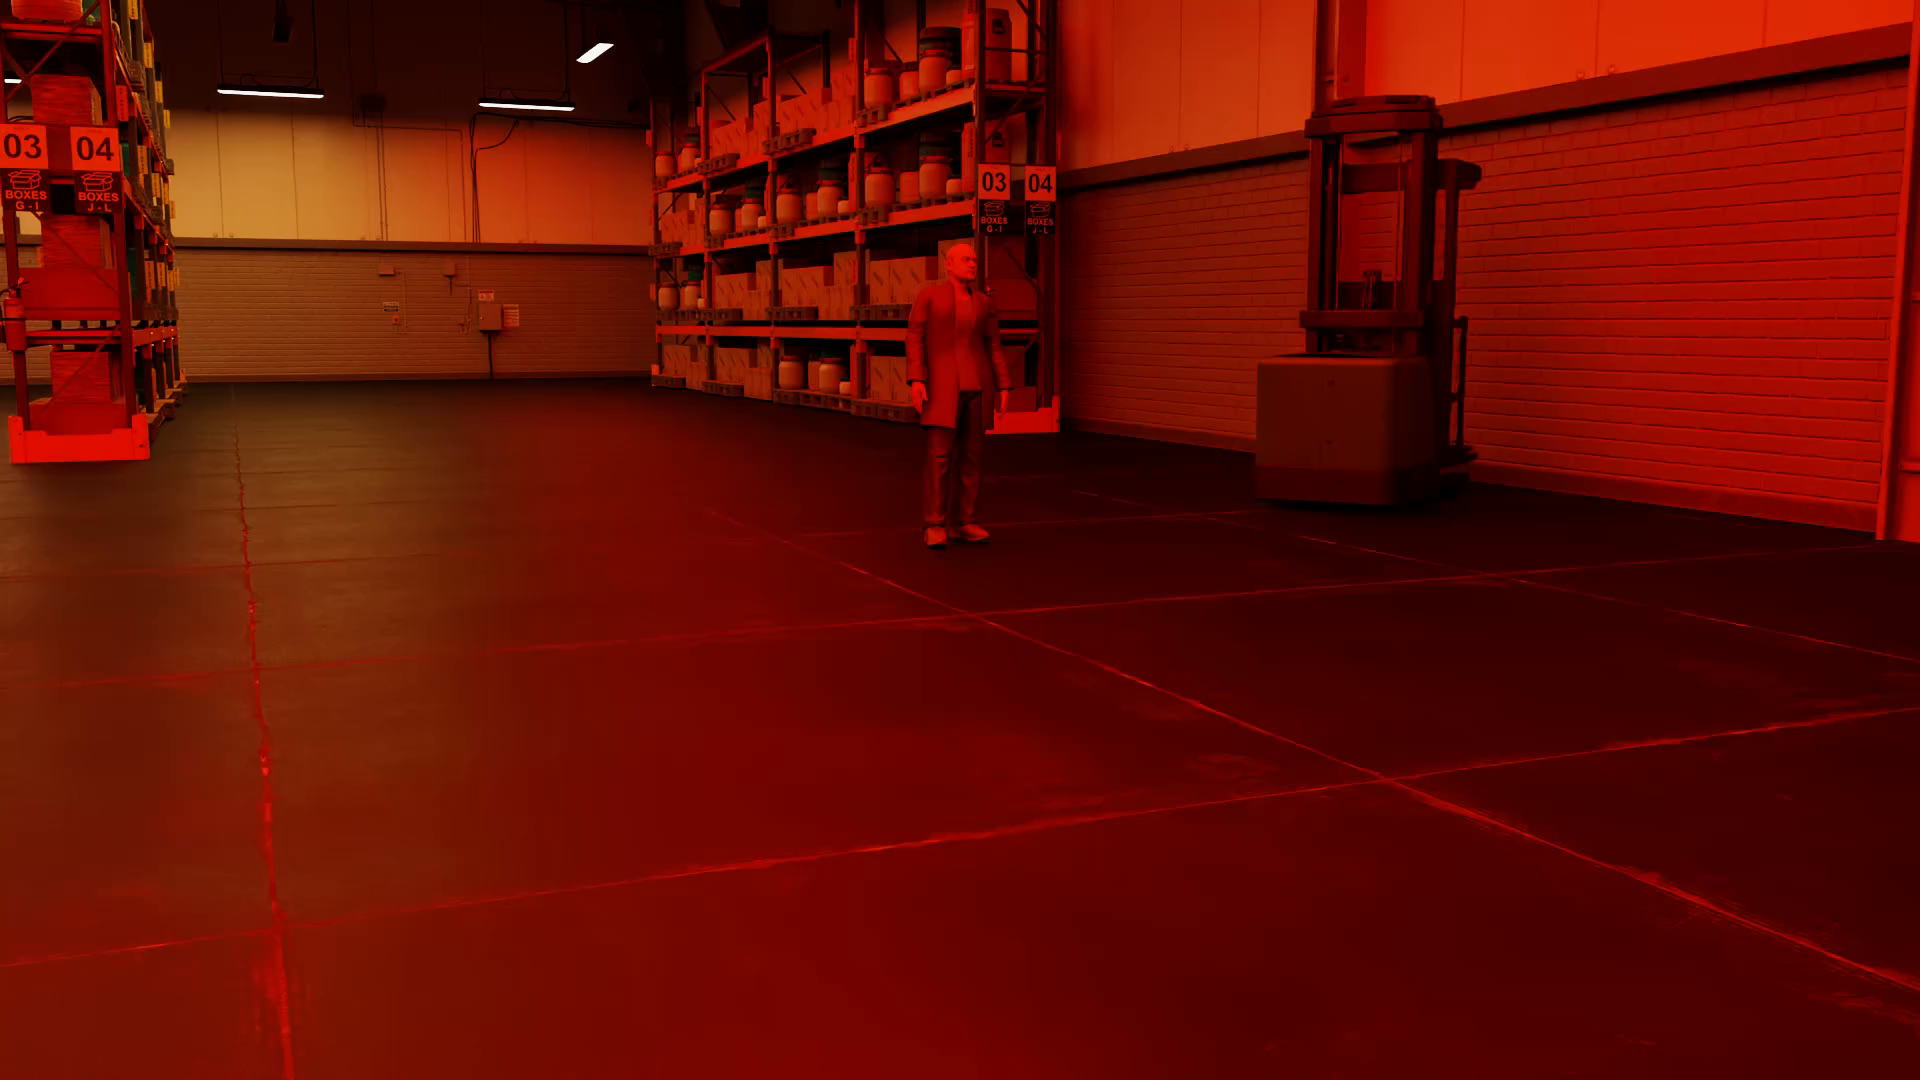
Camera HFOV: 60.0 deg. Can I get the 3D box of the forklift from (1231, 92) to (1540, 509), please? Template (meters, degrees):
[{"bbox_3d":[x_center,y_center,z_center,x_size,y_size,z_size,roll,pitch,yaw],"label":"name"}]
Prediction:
[{"bbox_3d":[3.464,-1.799,12.587,3.031,2.935,1.130,-6,10,-38],"label":"forklift"}]

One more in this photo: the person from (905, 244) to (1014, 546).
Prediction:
[{"bbox_3d":[0.032,-0.878,9.952,0.697,1.775,0.581,-3,8,-23],"label":"person"}]
